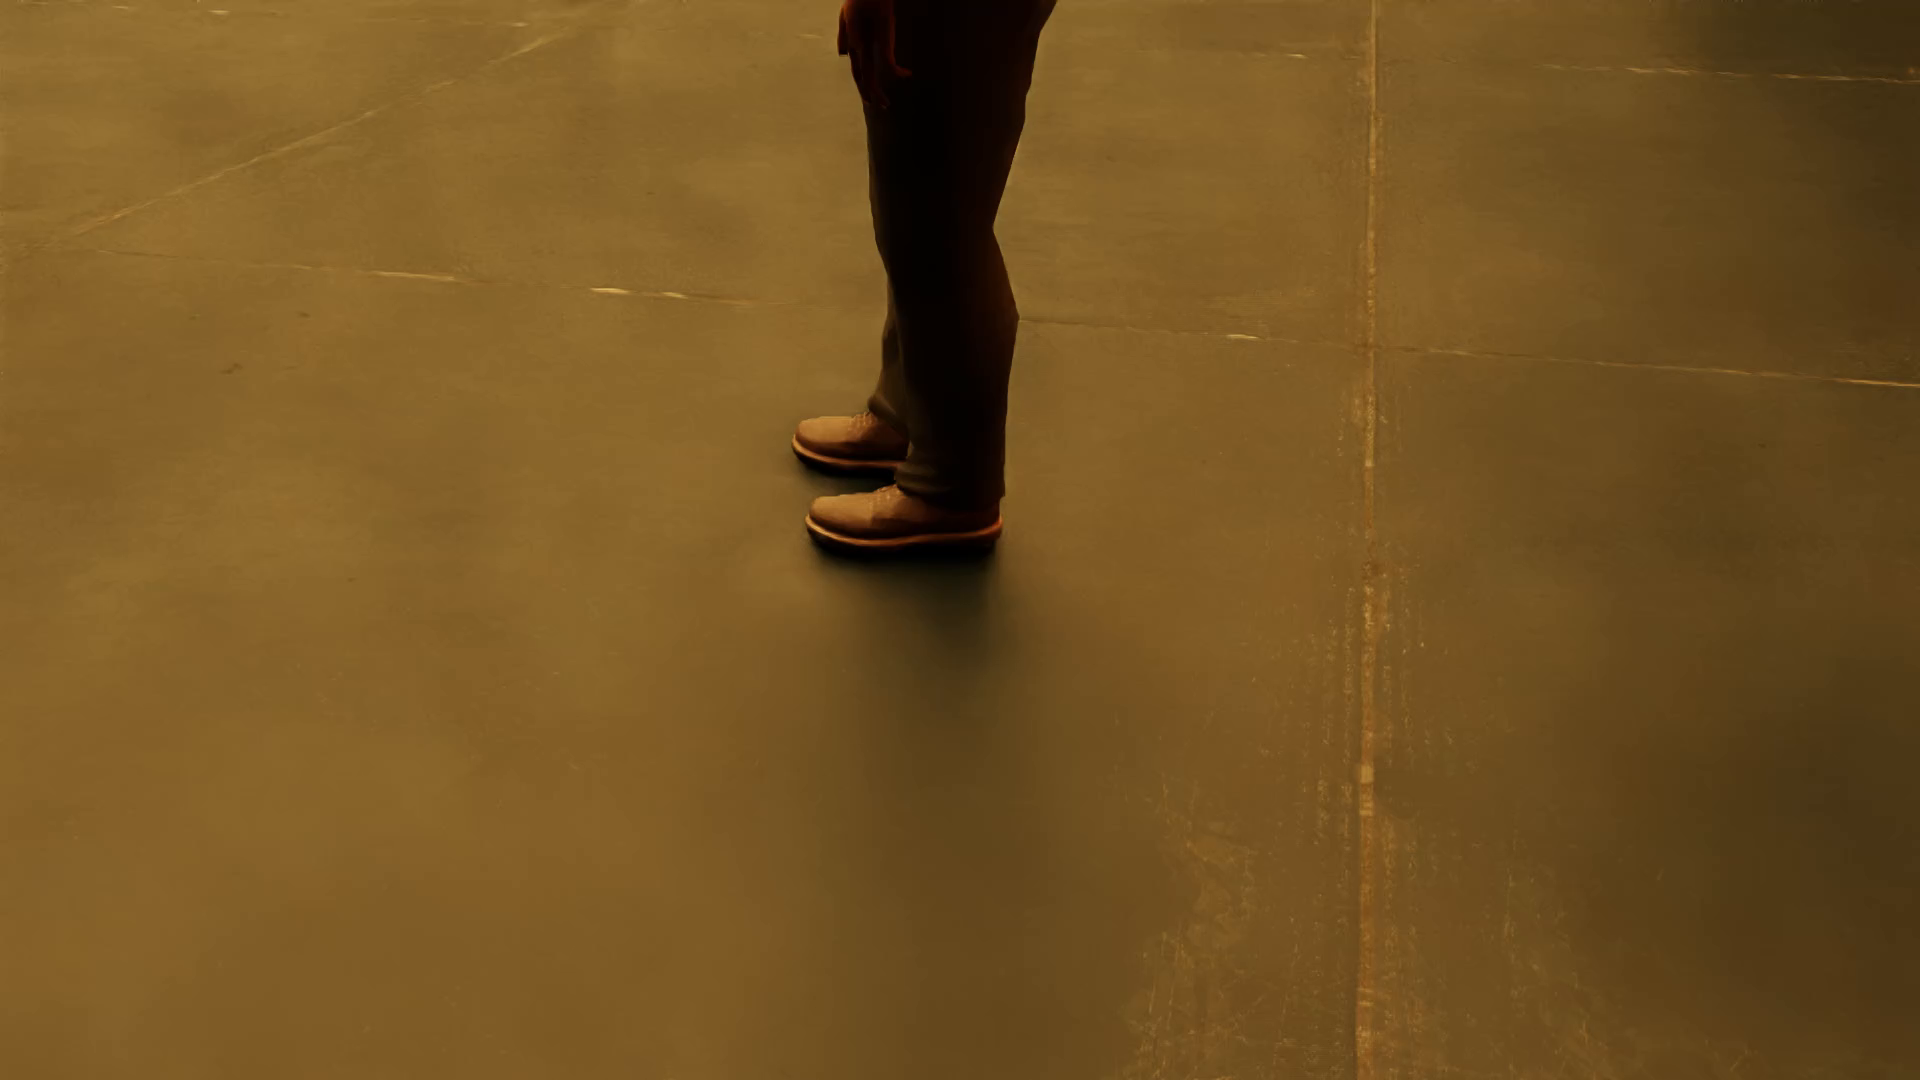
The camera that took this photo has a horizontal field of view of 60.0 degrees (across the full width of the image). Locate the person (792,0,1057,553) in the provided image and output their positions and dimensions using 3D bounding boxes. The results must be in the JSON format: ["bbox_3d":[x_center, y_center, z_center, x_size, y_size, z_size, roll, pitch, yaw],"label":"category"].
[{"bbox_3d":[-0.081,-0.762,2.158,0.503,1.654,0.570,6,27,11],"label":"person"}]
